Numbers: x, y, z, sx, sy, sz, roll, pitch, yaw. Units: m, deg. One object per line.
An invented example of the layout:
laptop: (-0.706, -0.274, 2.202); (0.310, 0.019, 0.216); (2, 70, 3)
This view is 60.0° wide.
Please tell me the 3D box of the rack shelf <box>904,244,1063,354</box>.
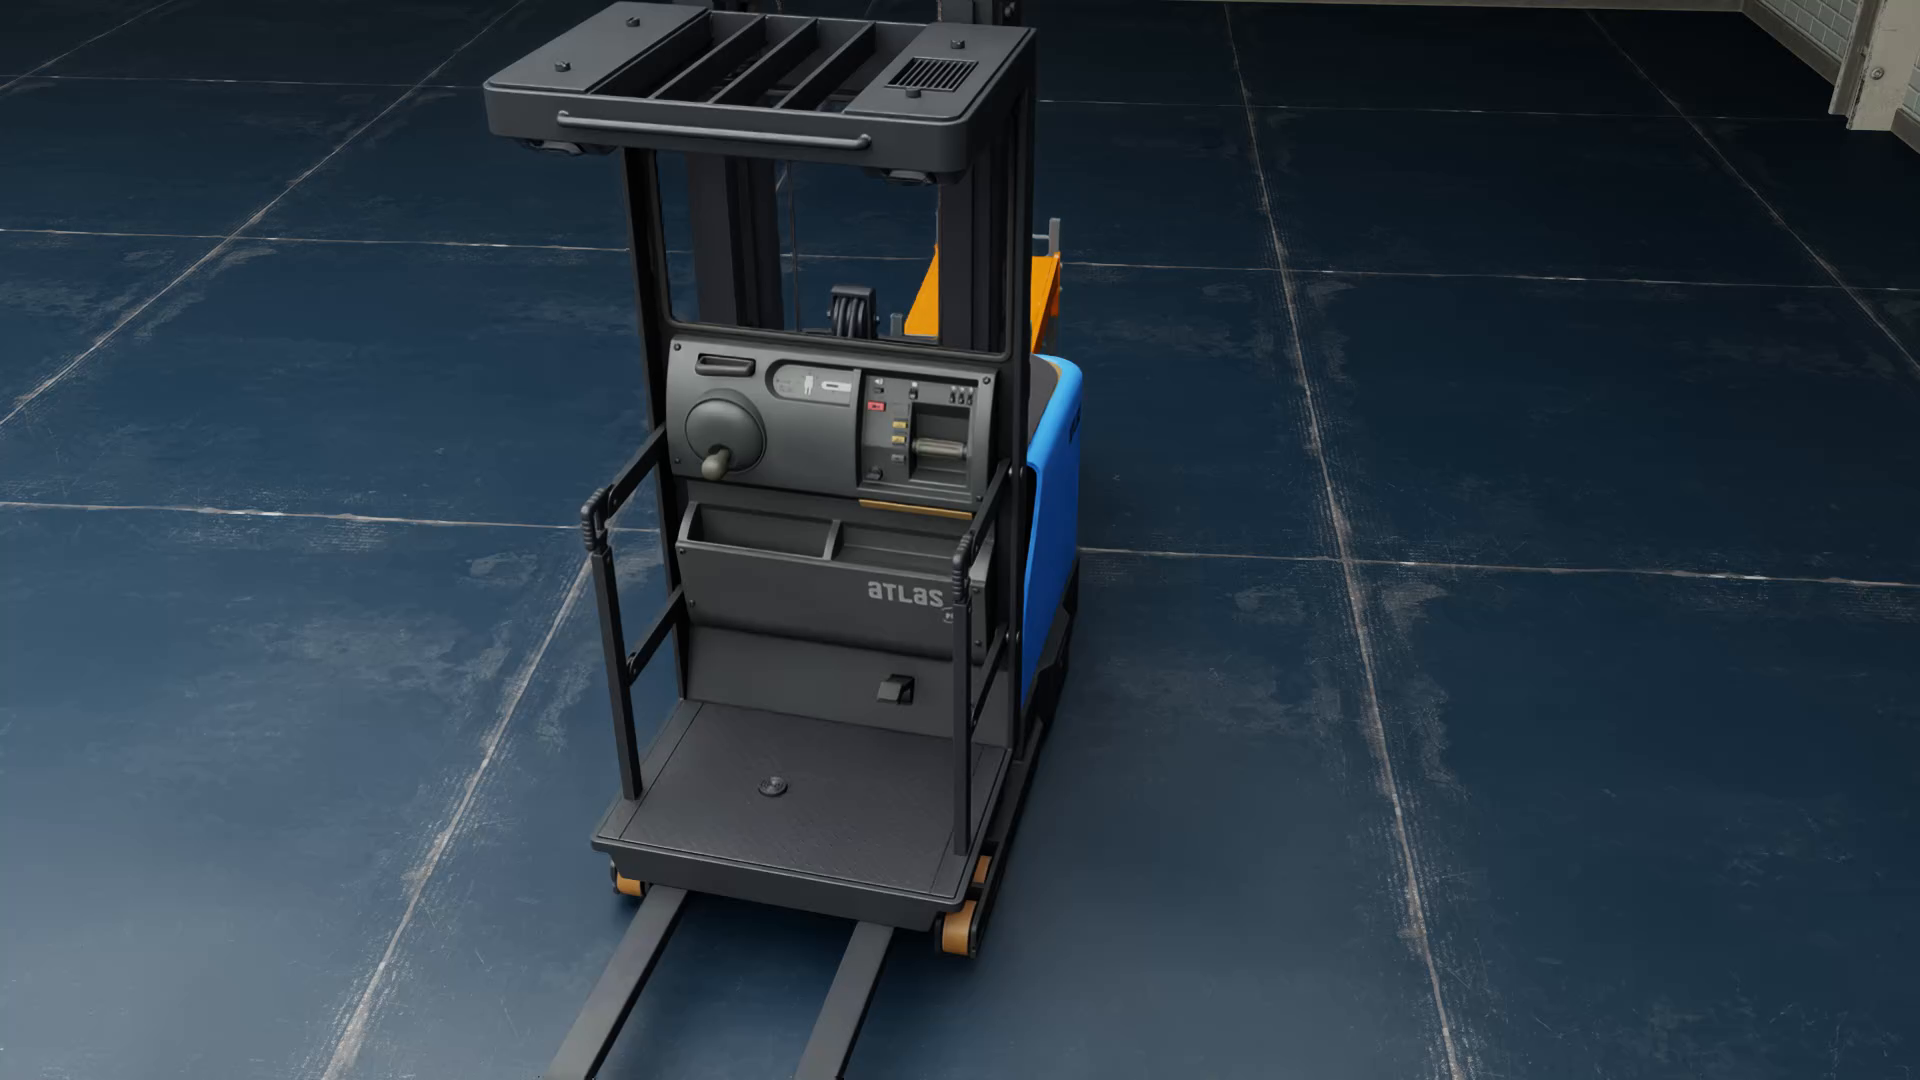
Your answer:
rack shelf: (0.081, -0.817, 6.446); (0.538, 0.278, 1.000); (5, 32, 7)

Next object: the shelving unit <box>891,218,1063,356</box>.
shelving unit: (0.081, -0.568, 6.599); (0.538, 1.125, 1.048); (5, 32, 7)

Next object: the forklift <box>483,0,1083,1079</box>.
forklift: (-0.412, -0.272, 4.397); (1.130, 2.935, 3.031); (7, 32, 12)

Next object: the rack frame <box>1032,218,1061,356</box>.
rack frame: (0.158, -0.831, 7.027); (0.500, 1.125, 0.032); (5, 32, 7)

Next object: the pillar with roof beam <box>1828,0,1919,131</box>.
pillar with roof beam: (1.897, -6.892, 9.357); (9.100, 9.000, 0.400); (2, 32, 4)

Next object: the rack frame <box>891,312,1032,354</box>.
rack frame: (0.004, -0.304, 6.172); (0.500, 1.125, 0.032); (5, 32, 7)
